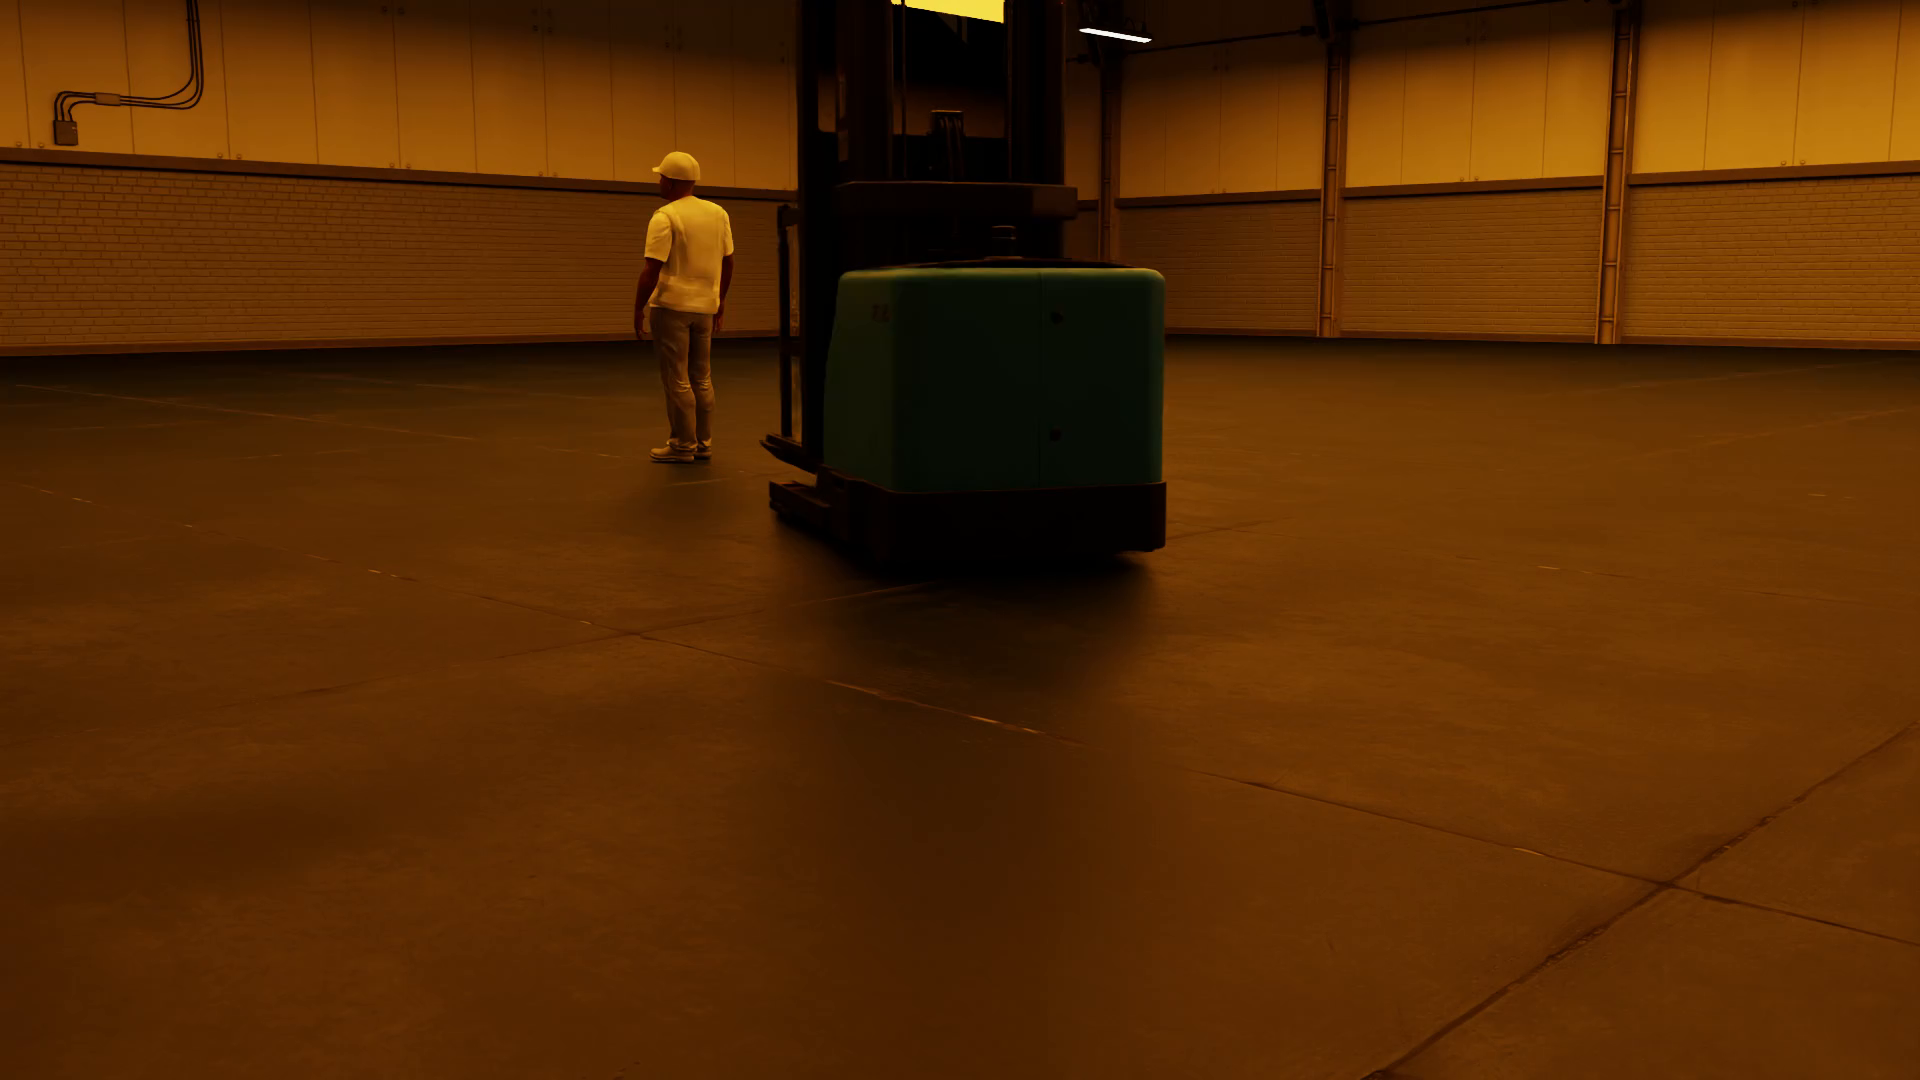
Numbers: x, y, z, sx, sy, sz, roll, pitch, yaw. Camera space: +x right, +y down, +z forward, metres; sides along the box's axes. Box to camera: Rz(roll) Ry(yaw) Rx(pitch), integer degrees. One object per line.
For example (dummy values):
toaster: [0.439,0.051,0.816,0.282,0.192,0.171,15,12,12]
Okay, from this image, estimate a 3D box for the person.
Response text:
person: [-1.652,-1.340,9.639,0.577,1.765,0.666,7,11,40]

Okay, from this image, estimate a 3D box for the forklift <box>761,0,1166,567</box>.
forklift: [-0.210,-1.535,7.070,1.130,2.935,3.031,-3,9,-19]
